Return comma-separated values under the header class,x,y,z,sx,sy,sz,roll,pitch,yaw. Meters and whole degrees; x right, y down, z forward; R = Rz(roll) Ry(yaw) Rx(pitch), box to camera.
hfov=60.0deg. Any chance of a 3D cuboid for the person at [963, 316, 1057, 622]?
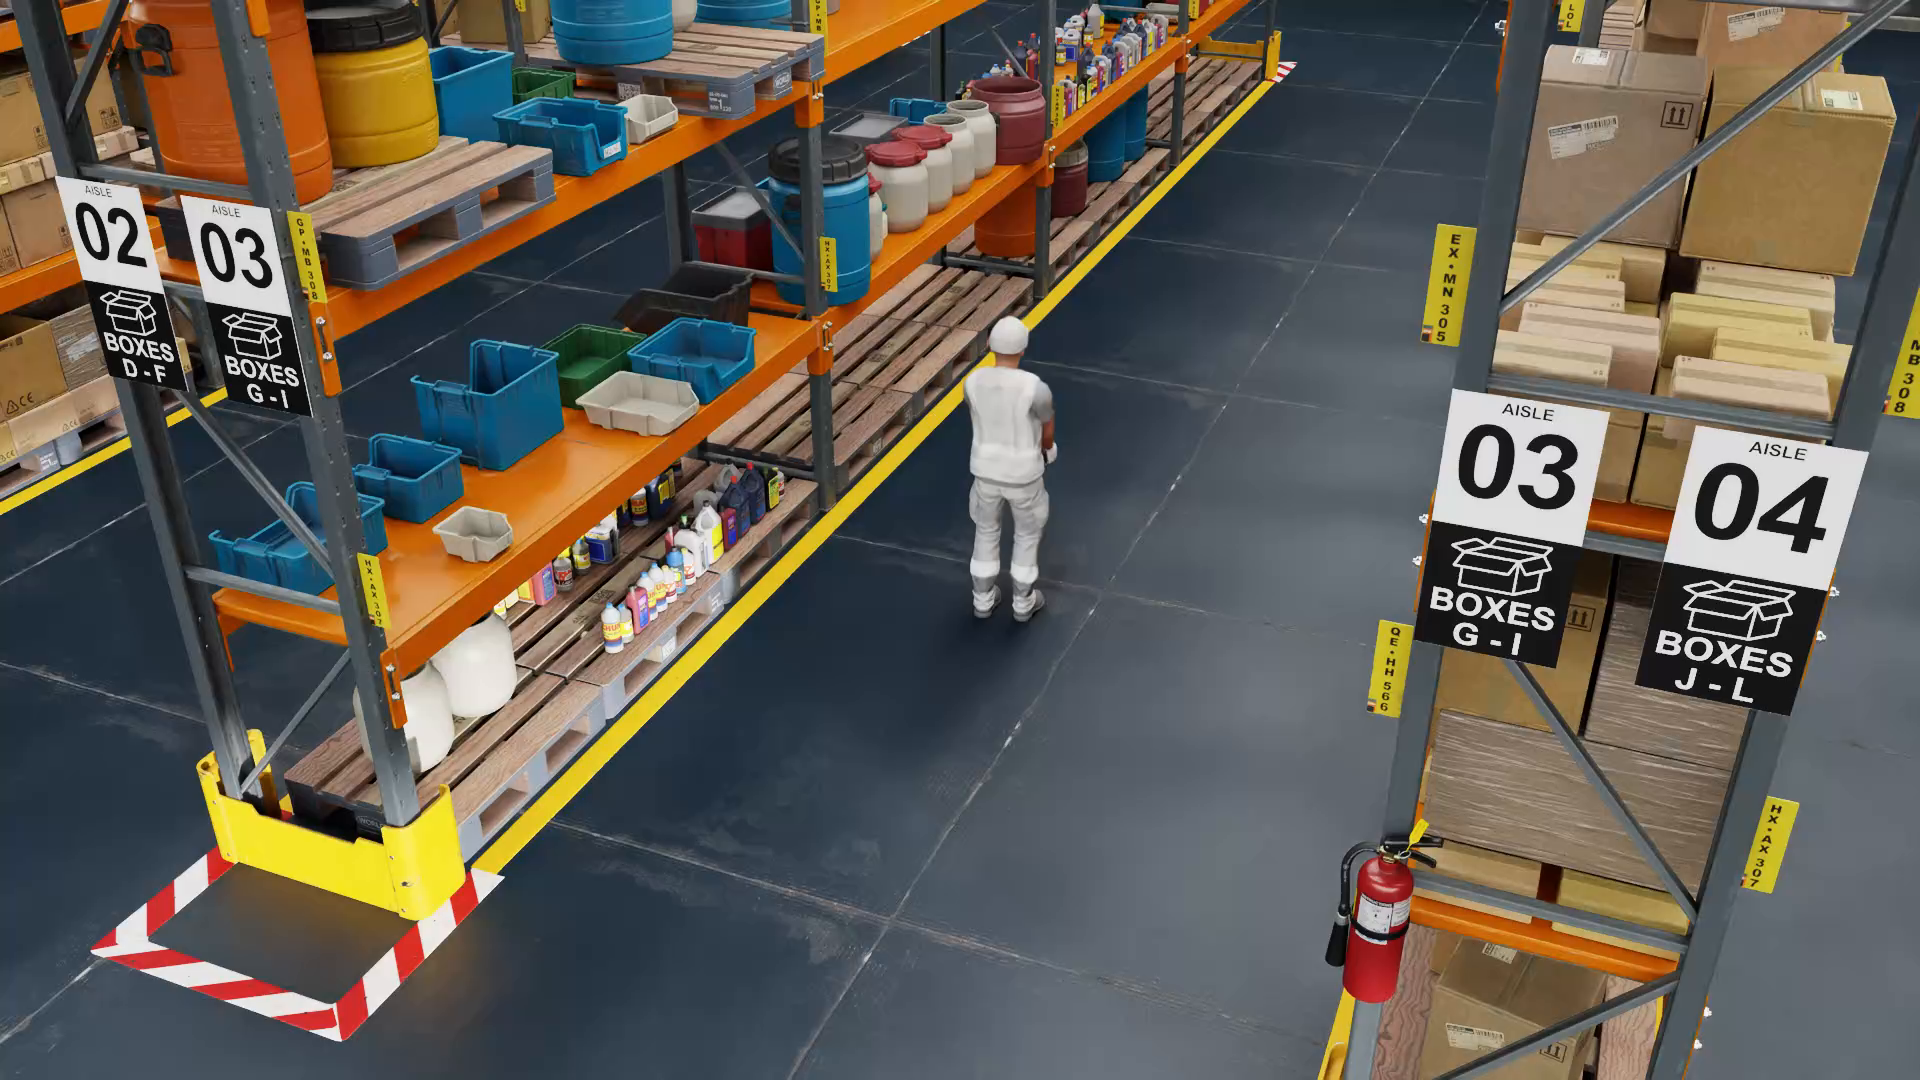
class,x,y,z,sx,sy,sz,roll,pitch,yaw
person,0.286,-0.411,9.109,0.495,1.785,0.564,11,31,18
